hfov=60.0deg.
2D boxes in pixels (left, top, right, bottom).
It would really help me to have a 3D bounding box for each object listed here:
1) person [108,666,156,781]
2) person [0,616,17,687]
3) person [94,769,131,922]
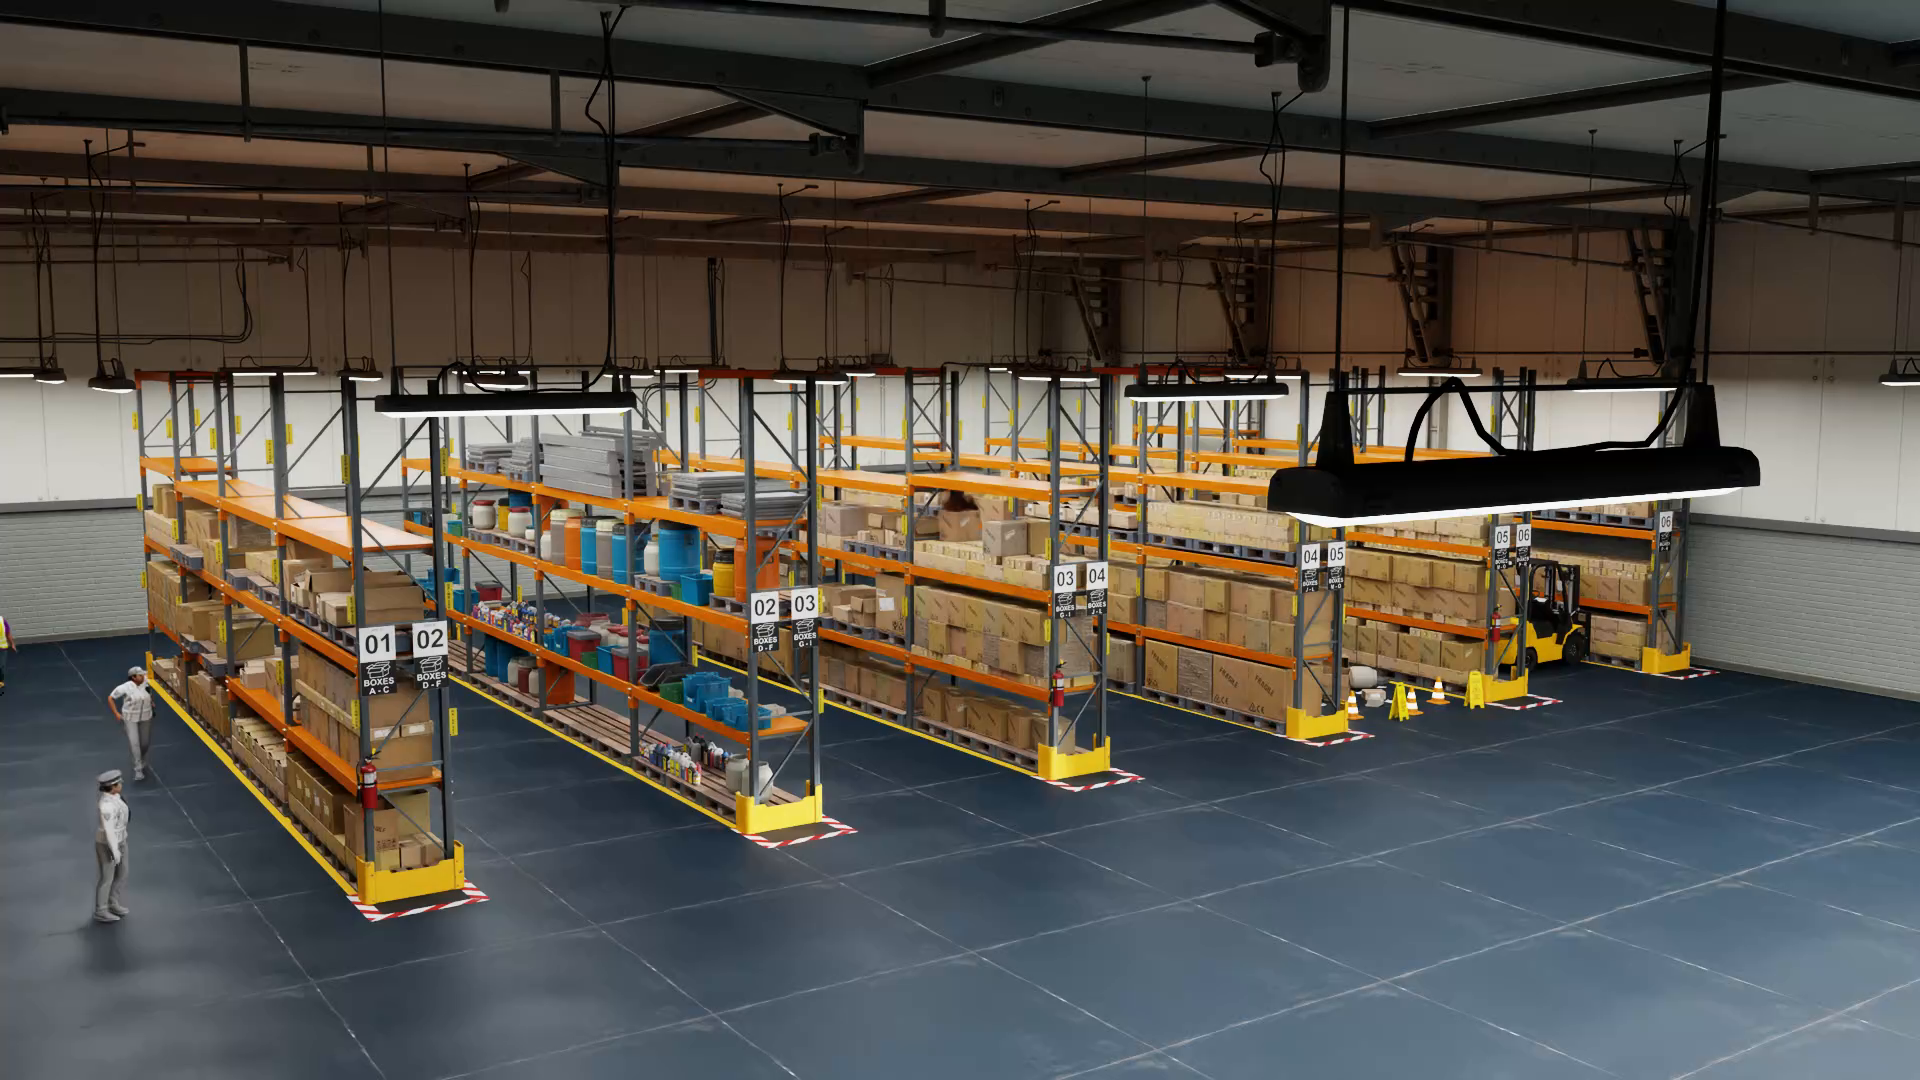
[{"bbox_3d":[-12.338,2.696,24.809,0.636,1.613,1.028,-4,8,-33],"label":"person"},{"bbox_3d":[-17.899,2.011,30.802,0.733,1.724,1.080,-5,8,-37],"label":"person"},{"bbox_3d":[-9.498,3.405,18.619,0.384,1.691,0.516,0,6,-1],"label":"person"}]
